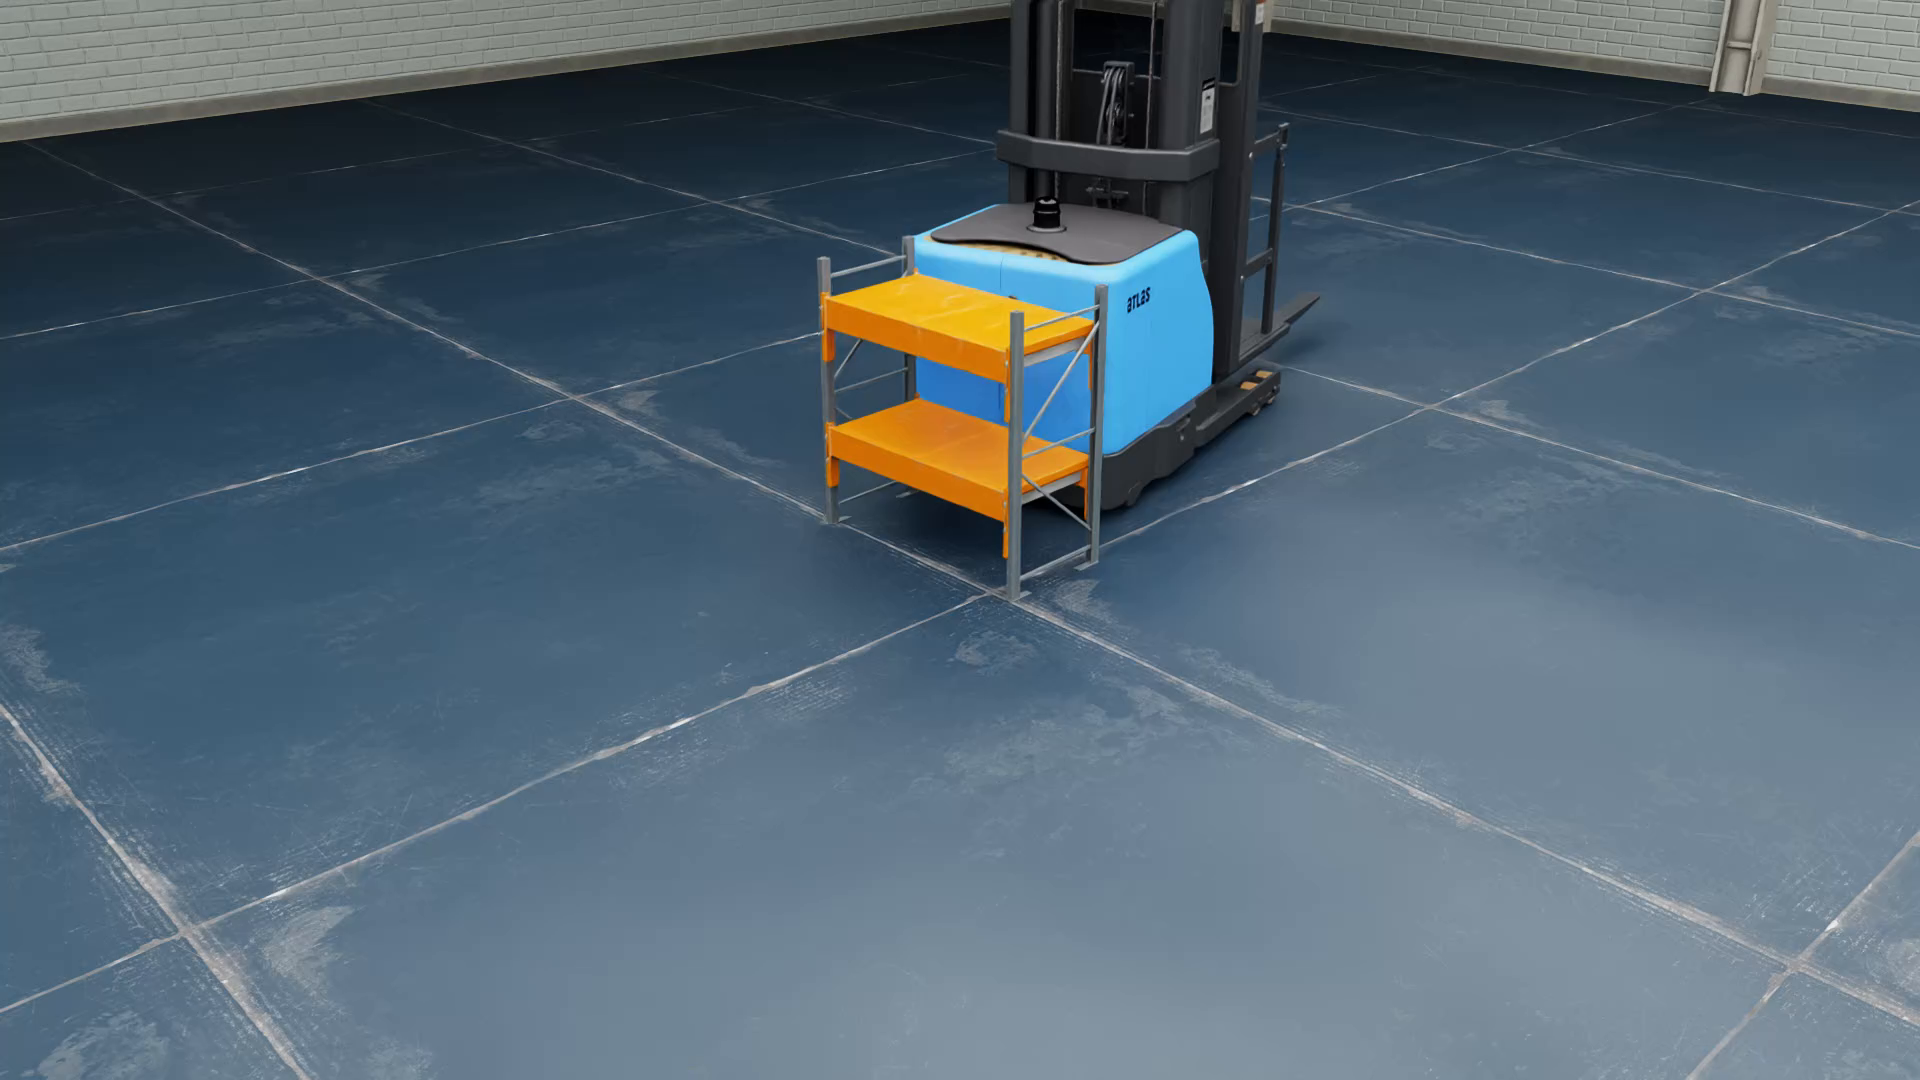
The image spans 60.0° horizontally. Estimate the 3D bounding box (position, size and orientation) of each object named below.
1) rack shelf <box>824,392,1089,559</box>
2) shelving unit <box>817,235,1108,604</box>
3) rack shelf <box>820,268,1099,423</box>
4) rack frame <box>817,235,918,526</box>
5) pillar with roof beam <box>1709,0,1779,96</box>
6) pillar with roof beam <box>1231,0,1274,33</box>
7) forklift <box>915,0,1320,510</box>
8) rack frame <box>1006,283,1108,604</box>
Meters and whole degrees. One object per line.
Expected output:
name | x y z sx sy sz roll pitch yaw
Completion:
rack shelf | -0.005 -0.277 6.591 1.000 0.278 0.538 22 33 39
shelving unit | -0.005 -0.499 6.490 1.048 1.125 0.538 22 33 39
rack shelf | -0.005 -0.766 6.368 1.000 0.278 0.538 22 33 39
rack frame | -0.368 -0.647 6.813 0.032 1.125 0.500 22 33 39
pillar with roof beam | 4.548 -7.323 11.959 9.100 9.000 0.400 -21 32 -38
pillar with roof beam | 0.447 -9.140 15.944 9.100 9.000 0.400 -21 32 -38
forklift | 0.931 -2.024 7.654 1.130 2.935 3.031 14 28 28
rack frame | 0.359 -0.352 6.166 0.032 1.125 0.500 22 33 39
